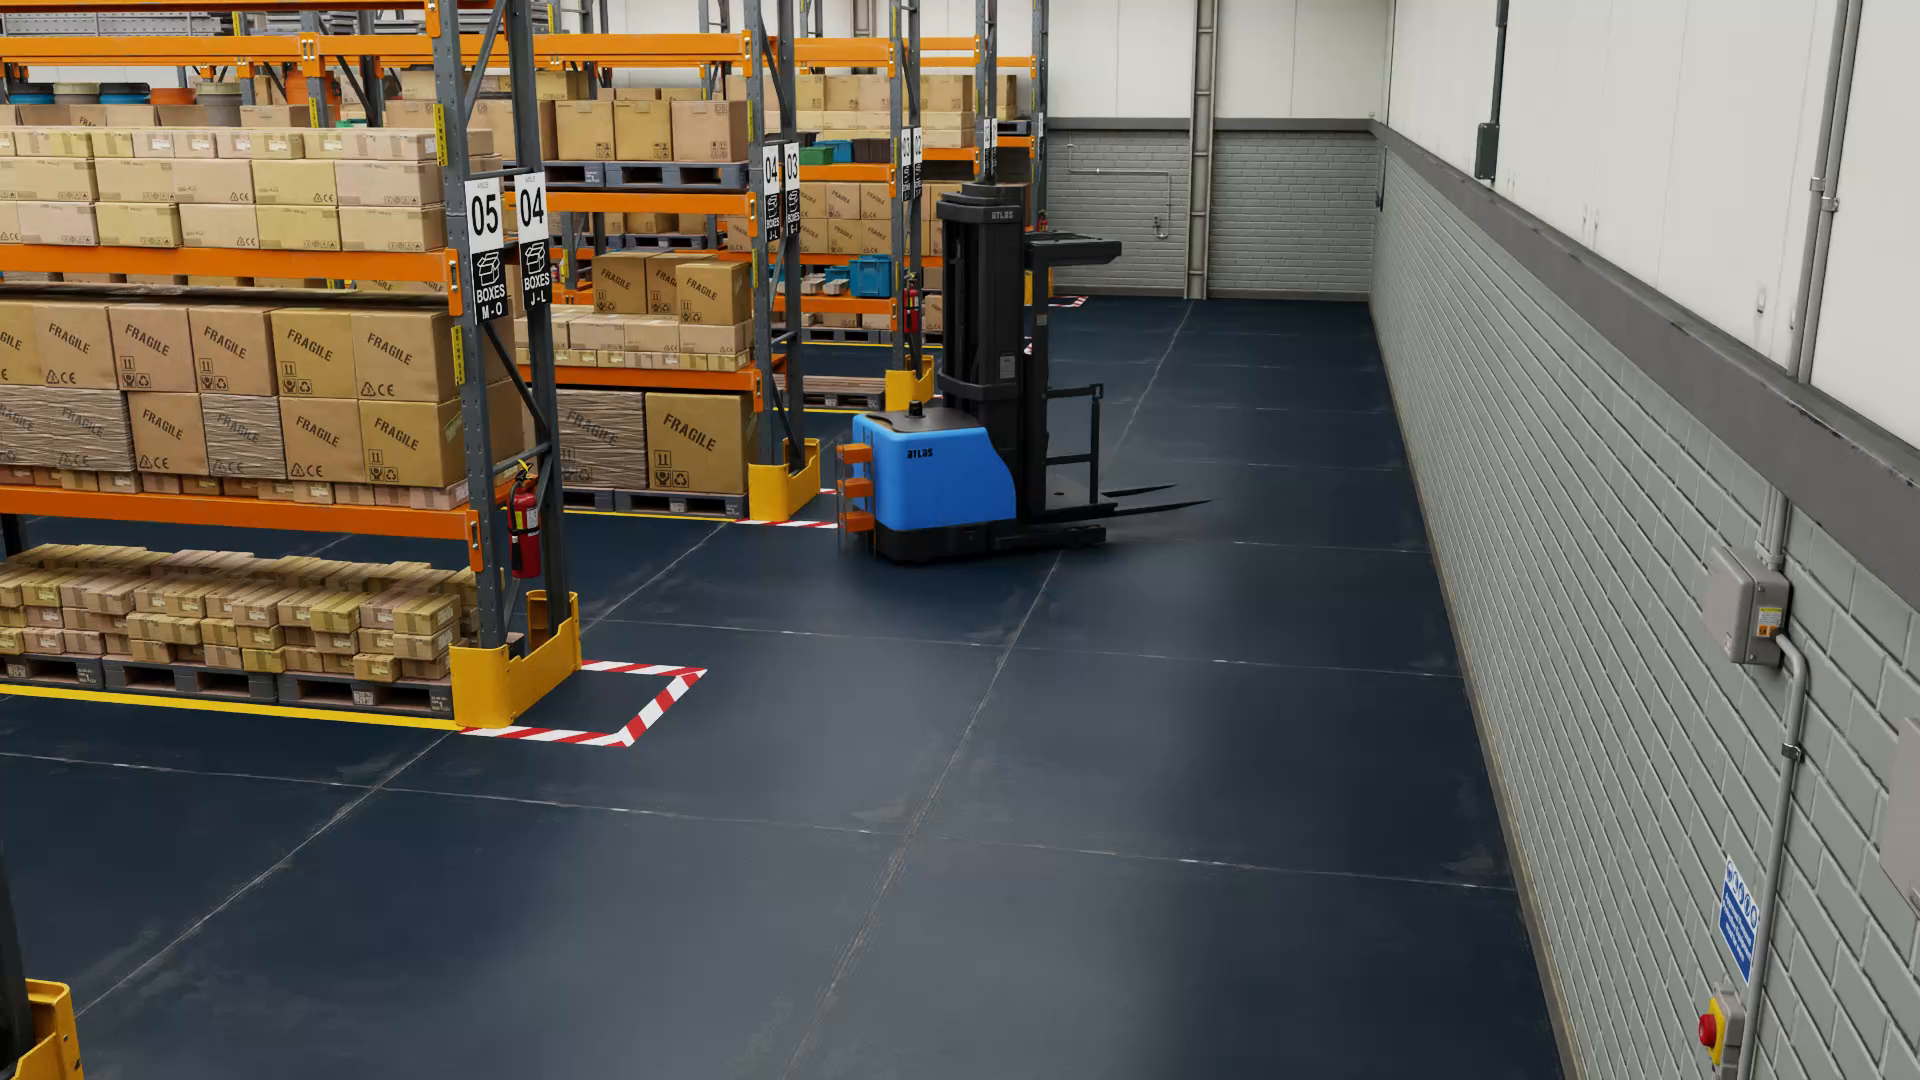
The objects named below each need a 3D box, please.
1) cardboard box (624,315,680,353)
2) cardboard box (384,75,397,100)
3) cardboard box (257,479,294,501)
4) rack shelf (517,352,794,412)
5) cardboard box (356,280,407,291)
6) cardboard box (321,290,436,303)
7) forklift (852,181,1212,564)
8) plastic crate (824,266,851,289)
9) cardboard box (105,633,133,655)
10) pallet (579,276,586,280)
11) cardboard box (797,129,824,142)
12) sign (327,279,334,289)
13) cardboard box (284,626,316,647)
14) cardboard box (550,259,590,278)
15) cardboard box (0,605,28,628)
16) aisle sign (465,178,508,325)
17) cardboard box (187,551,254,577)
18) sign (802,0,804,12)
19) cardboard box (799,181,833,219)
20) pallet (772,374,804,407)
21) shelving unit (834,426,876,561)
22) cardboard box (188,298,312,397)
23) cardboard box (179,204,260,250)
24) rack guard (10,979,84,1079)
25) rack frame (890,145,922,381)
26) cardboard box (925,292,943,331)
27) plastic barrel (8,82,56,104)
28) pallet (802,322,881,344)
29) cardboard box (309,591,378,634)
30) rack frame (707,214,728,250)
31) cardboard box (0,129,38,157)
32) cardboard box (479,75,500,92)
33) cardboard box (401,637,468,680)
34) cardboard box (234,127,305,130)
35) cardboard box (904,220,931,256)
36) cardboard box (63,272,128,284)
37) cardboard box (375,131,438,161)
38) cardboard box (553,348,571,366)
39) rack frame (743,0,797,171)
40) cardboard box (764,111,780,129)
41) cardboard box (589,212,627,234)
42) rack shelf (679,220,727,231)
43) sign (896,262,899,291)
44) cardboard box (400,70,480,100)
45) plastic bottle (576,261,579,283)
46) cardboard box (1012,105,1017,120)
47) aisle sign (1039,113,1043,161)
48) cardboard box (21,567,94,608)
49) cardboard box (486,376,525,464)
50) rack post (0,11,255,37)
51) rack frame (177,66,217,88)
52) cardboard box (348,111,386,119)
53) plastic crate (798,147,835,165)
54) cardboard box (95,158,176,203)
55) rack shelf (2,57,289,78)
[{"bbox_3d":[-2.630,-1.818,14.661,0.500,0.250,0.500,3,16,10],"label":"cardboard box"},{"bbox_3d":[-10.826,-8.375,30.892,0.500,0.500,0.500,3,16,12],"label":"cardboard box"},{"bbox_3d":[-4.060,-0.356,10.127,0.250,0.149,0.380,2,16,9],"label":"cardboard box"},{"bbox_3d":[-3.565,-1.523,15.220,4.000,0.370,1.077,3,16,11],"label":"rack shelf"},{"bbox_3d":[-5.106,-2.317,15.055,0.500,0.500,0.500,3,16,11],"label":"cardboard box"},{"bbox_3d":[-3.575,-1.263,10.317,0.500,0.500,0.500,4,16,13],"label":"cardboard box"},{"bbox_3d":[0.664,-1.463,13.784,3.031,2.935,1.130,-7,17,-23],"label":"forklift"},{"bbox_3d":[-1.439,-3.142,19.917,0.300,0.233,0.416,3,16,11],"label":"plastic crate"},{"bbox_3d":[-5.275,0.610,10.725,0.250,0.149,0.380,2,16,9],"label":"cardboard box"},{"bbox_3d":[-7.249,-4.775,30.834,1.213,0.211,1.003,3,16,11],"label":"pallet"},{"bbox_3d":[-2.141,-5.796,23.958,0.500,0.250,0.500,3,16,11],"label":"cardboard box"},{"bbox_3d":[-5.623,-2.354,14.850,0.005,0.325,0.100,3,16,11],"label":"sign"},{"bbox_3d":[-4.019,0.535,10.439,0.250,0.149,0.380,3,16,10],"label":"cardboard box"},{"bbox_3d":[-7.199,-5.109,30.674,0.500,0.500,0.700,3,16,12],"label":"cardboard box"},{"bbox_3d":[-6.055,0.437,10.793,0.250,0.149,0.380,3,16,11],"label":"cardboard box"},{"bbox_3d":[-2.681,-1.642,9.431,0.004,0.787,0.394,3,16,11],"label":"aisle sign"},{"bbox_3d":[-4.919,0.201,11.085,0.250,0.149,0.380,3,16,9],"label":"cardboard box"},{"bbox_3d":[-2.660,-9.101,28.091,0.005,0.325,0.100,3,16,11],"label":"sign"},{"bbox_3d":[-2.132,-4.944,24.162,0.500,0.500,0.500,3,16,9],"label":"cardboard box"},{"bbox_3d":[-2.610,-1.835,20.221,1.213,0.211,1.003,3,16,11],"label":"pallet"},{"bbox_3d":[-0.843,-0.375,13.372,0.252,1.050,0.215,-8,17,-22],"label":"shelving unit"},{"bbox_3d":[-4.198,-1.156,9.930,0.500,0.500,0.500,4,16,14],"label":"cardboard box"},{"bbox_3d":[-4.176,-1.855,9.731,0.500,0.250,0.500,4,16,13],"label":"cardboard box"},{"bbox_3d":[-3.556,2.035,5.710,0.348,0.500,1.175,3,16,11],"label":"rack guard"},{"bbox_3d":[-0.618,-3.059,19.418,0.127,3.000,1.000,3,16,11],"label":"rack frame"},{"bbox_3d":[-0.209,-3.327,24.241,0.500,0.500,0.500,3,16,11],"label":"cardboard box"},{"bbox_3d":[-11.836,-5.415,21.362,0.708,0.901,0.600,3,16,11],"label":"plastic barrel"},{"bbox_3d":[-1.675,-3.123,24.870,1.213,0.211,1.003,3,16,11],"label":"pallet"},{"bbox_3d":[-3.776,0.442,10.215,0.250,0.149,0.380,3,16,10],"label":"cardboard box"},{"bbox_3d":[-3.547,-4.568,24.863,0.127,3.000,1.000,3,16,11],"label":"rack frame"},{"bbox_3d":[-5.612,-2.364,9.887,0.250,0.149,0.380,3,16,10],"label":"cardboard box"},{"bbox_3d":[-7.040,-6.731,24.994,0.500,0.500,0.500,3,16,11],"label":"cardboard box"},{"bbox_3d":[-3.250,0.727,10.304,0.250,0.149,0.380,3,16,12],"label":"cardboard box"},{"bbox_3d":[-4.213,-2.445,10.177,0.250,0.149,0.380,4,16,13],"label":"cardboard box"},{"bbox_3d":[-0.629,-4.382,24.007,0.500,0.500,0.500,3,16,12],"label":"cardboard box"},{"bbox_3d":[-8.093,-2.642,15.846,0.637,0.503,0.797,3,16,12],"label":"cardboard box"},{"bbox_3d":[-3.077,-2.219,9.361,0.250,0.149,0.380,3,16,11],"label":"cardboard box"},{"bbox_3d":[-3.517,-1.657,14.825,0.250,0.149,0.380,3,16,12],"label":"cardboard box"},{"bbox_3d":[-1.605,-4.655,13.939,0.127,3.000,1.000,3,16,11],"label":"rack frame"},{"bbox_3d":[-2.630,-6.065,23.993,0.500,0.250,0.500,3,16,11],"label":"cardboard box"},{"bbox_3d":[-5.291,-4.896,25.074,0.500,0.500,0.700,-1,16,-3],"label":"cardboard box"},{"bbox_3d":[-4.523,-5.623,30.022,4.000,0.370,1.077,3,16,11],"label":"rack shelf"},{"bbox_3d":[-0.712,-2.993,18.873,0.005,0.325,0.100,3,16,11],"label":"sign"},{"bbox_3d":[-4.604,-4.030,14.738,0.500,0.250,0.500,2,16,7],"label":"cardboard box"},{"bbox_3d":[-4.812,-3.347,20.675,0.133,0.283,0.061,3,16,11],"label":"plastic bottle"},{"bbox_3d":[0.690,-7.378,28.696,0.500,0.250,0.500,4,16,14],"label":"cardboard box"},{"bbox_3d":[1.367,-6.822,28.129,0.004,0.787,0.394,3,16,11],"label":"aisle sign"},{"bbox_3d":[-5.800,0.304,10.716,0.250,0.149,0.380,3,16,10],"label":"cardboard box"},{"bbox_3d":[-3.077,-0.759,10.369,0.500,0.500,0.500,4,16,14],"label":"cardboard box"},{"bbox_3d":[-10.430,-6.603,20.598,3.121,1.000,1.013,3,16,11],"label":"rack post"},{"bbox_3d":[-14.323,-9.393,31.045,0.127,3.000,1.000,3,16,11],"label":"rack frame"},{"bbox_3d":[-8.998,-6.422,25.433,0.500,0.250,0.500,3,16,10],"label":"cardboard box"},{"bbox_3d":[-1.641,-4.381,18.965,0.336,0.188,0.450,3,16,11],"label":"plastic crate"},{"bbox_3d":[-4.689,-2.128,9.782,0.500,0.250,0.500,2,16,9],"label":"cardboard box"},{"bbox_3d":[-10.417,-5.943,20.687,4.000,0.370,1.077,3,16,11],"label":"rack shelf"}]
